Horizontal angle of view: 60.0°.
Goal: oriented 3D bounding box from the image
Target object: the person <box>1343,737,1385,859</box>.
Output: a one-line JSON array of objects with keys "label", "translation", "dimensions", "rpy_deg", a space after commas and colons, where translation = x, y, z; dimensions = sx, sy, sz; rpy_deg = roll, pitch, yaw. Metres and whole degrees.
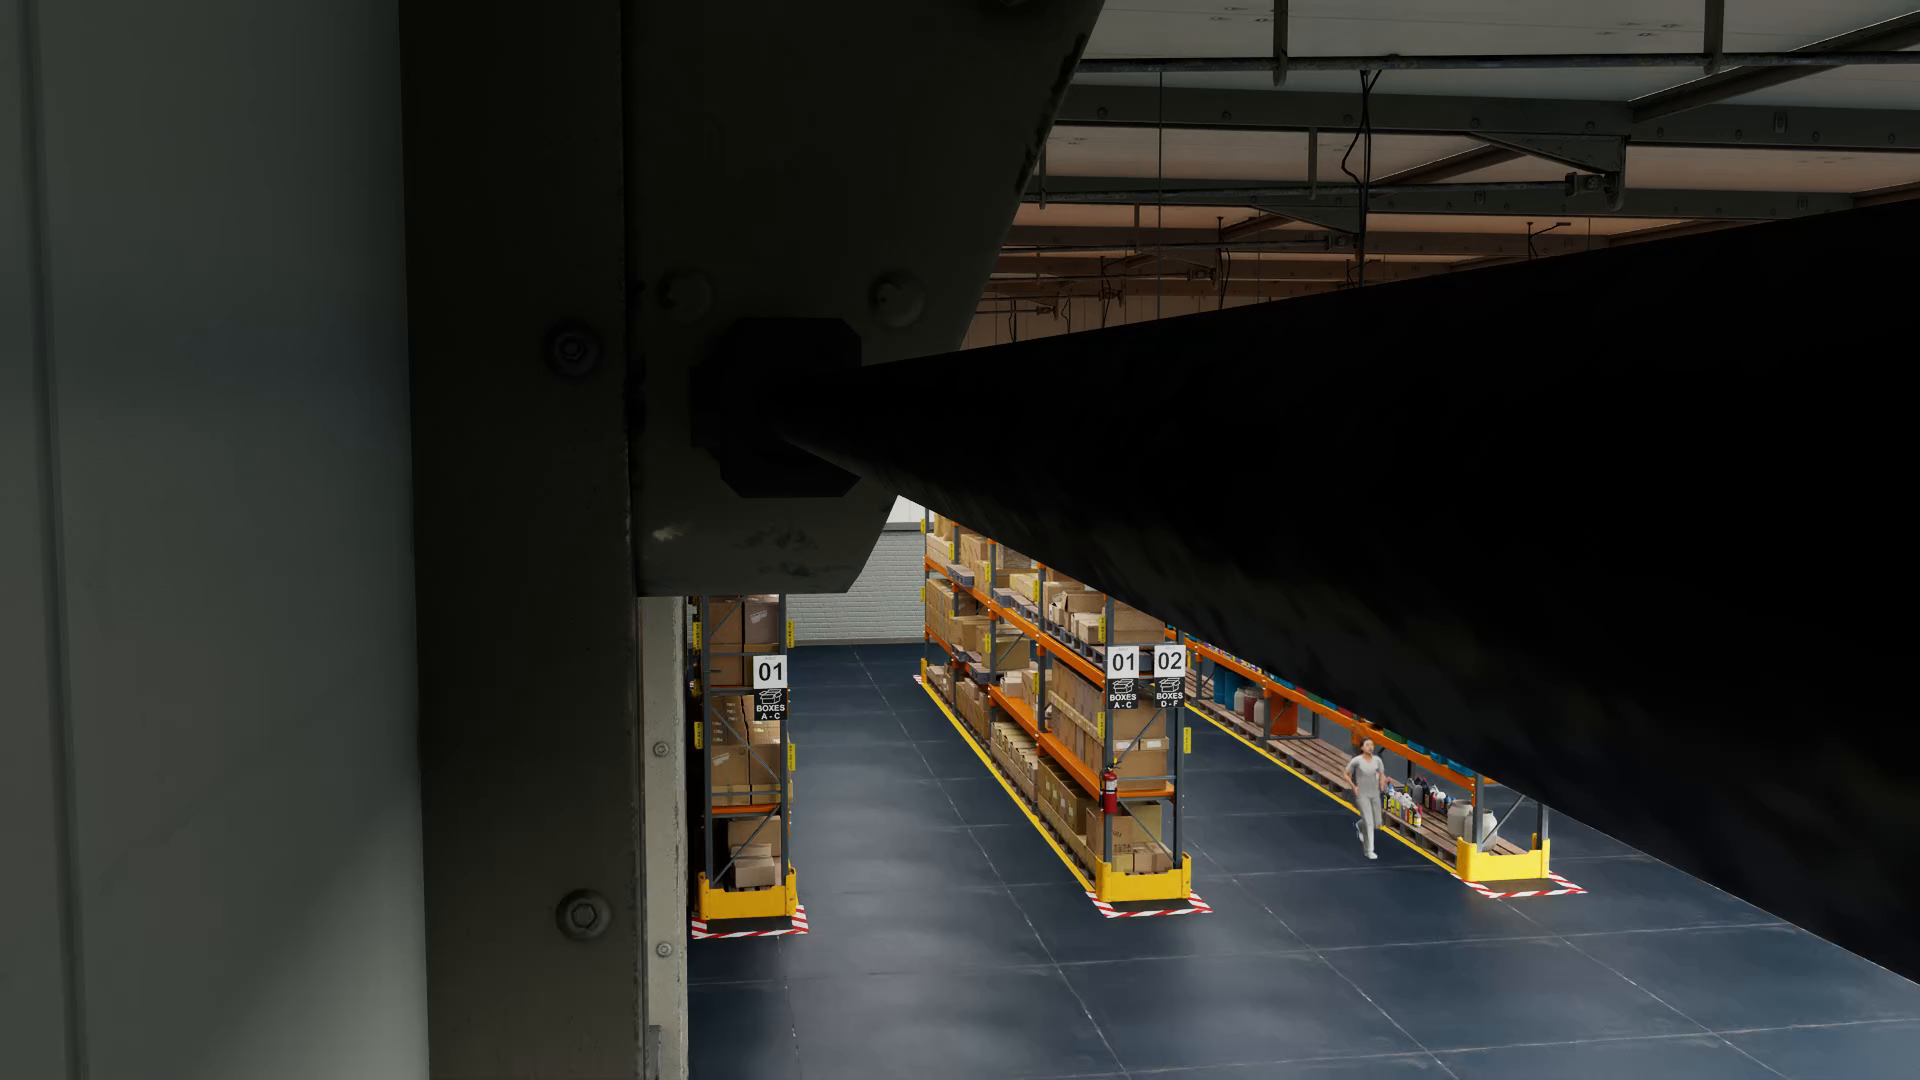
[{"label": "person", "translation": [5.565, 3.506, 22.844], "dimensions": [0.571, 1.628, 0.753], "rpy_deg": [-1, 5, -11]}]
